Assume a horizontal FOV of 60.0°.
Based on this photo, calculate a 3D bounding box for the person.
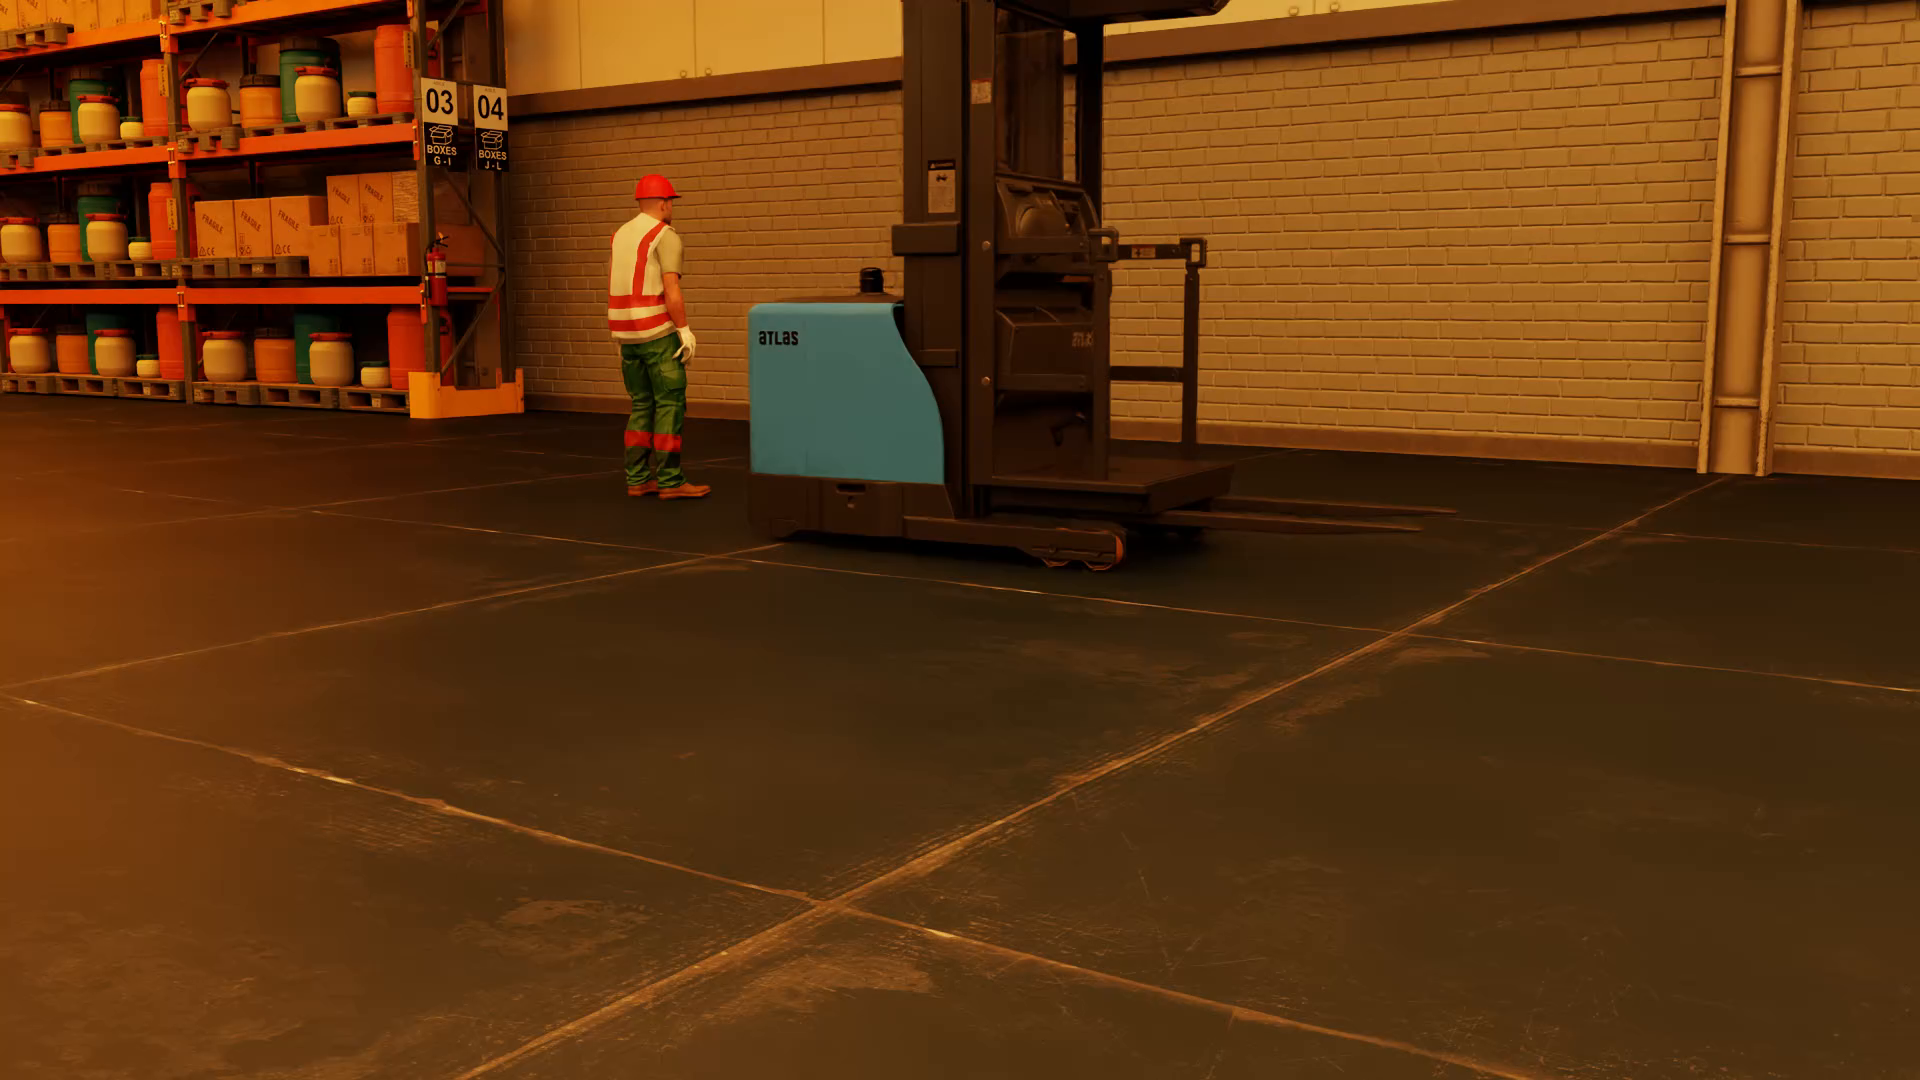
[{"bbox_3d":[-1.702,-1.128,9.231,0.615,1.778,0.453,7,11,41],"label":"person"}]

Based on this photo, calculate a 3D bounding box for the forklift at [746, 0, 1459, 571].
[{"bbox_3d":[0.570,-1.410,7.109,3.031,2.935,1.130,4,9,28],"label":"forklift"}]
